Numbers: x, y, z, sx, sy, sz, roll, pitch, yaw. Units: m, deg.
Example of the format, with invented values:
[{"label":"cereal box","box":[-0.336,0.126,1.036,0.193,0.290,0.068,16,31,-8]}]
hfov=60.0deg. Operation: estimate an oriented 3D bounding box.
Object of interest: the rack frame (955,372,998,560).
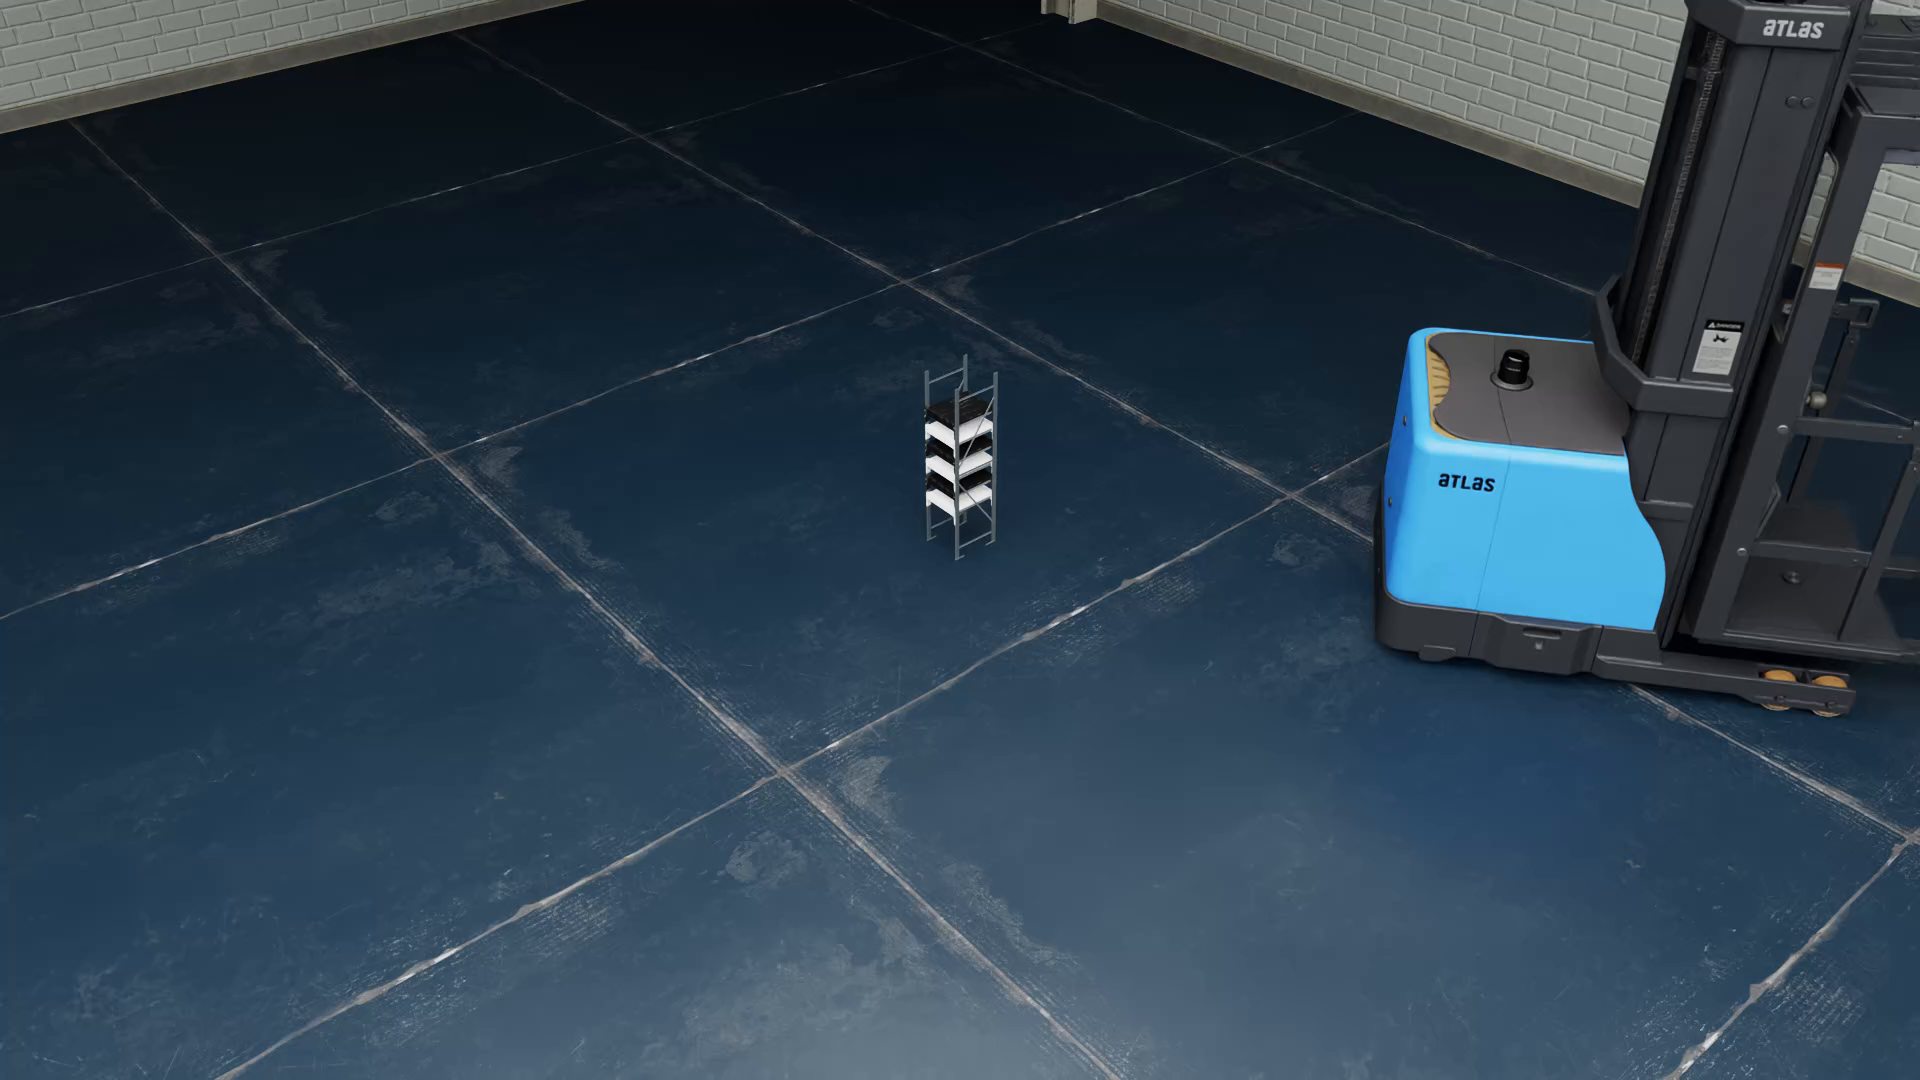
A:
[{"label":"rack frame","box":[0.071,-0.319,7.421,0.240,0.900,0.006,-26,43,-32]}]

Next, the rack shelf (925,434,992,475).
[{"label":"rack shelf","box":[0.005,-0.410,7.452,0.258,0.077,0.200,-26,43,-32]}]

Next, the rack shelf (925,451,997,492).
[{"label":"rack shelf","box":[0.005,-0.336,7.504,0.258,0.077,0.200,-26,43,-32]}]

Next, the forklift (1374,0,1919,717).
[{"label":"forklift","box":[3.333,-0.816,6.366,3.031,2.935,1.130,7,36,9]}]

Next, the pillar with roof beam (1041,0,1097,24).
[{"label":"pillar with roof beam","box":[-2.366,-6.489,9.126,9.100,9.000,0.400,-26,43,-32]}]

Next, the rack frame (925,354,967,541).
[{"label":"rack frame","box":[-0.060,-0.409,7.548,0.240,0.900,0.006,-26,43,-32]}]

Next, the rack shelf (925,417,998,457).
[{"label":"rack shelf","box":[0.005,-0.483,7.400,0.258,0.077,0.200,-26,43,-32]}]

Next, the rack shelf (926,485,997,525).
[{"label":"rack shelf","box":[0.005,-0.190,7.608,0.258,0.077,0.200,-26,43,-32]}]

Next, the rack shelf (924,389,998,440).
[{"label":"rack shelf","box":[0.005,-0.557,7.348,0.258,0.077,0.200,-26,43,-32]}]

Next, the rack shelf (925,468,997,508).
[{"label":"rack shelf","box":[0.005,-0.263,7.556,0.258,0.077,0.200,-26,43,-32]}]

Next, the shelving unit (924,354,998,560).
[{"label":"shelving unit","box":[0.005,-0.364,7.485,0.258,0.900,0.210,-26,43,-32]}]
